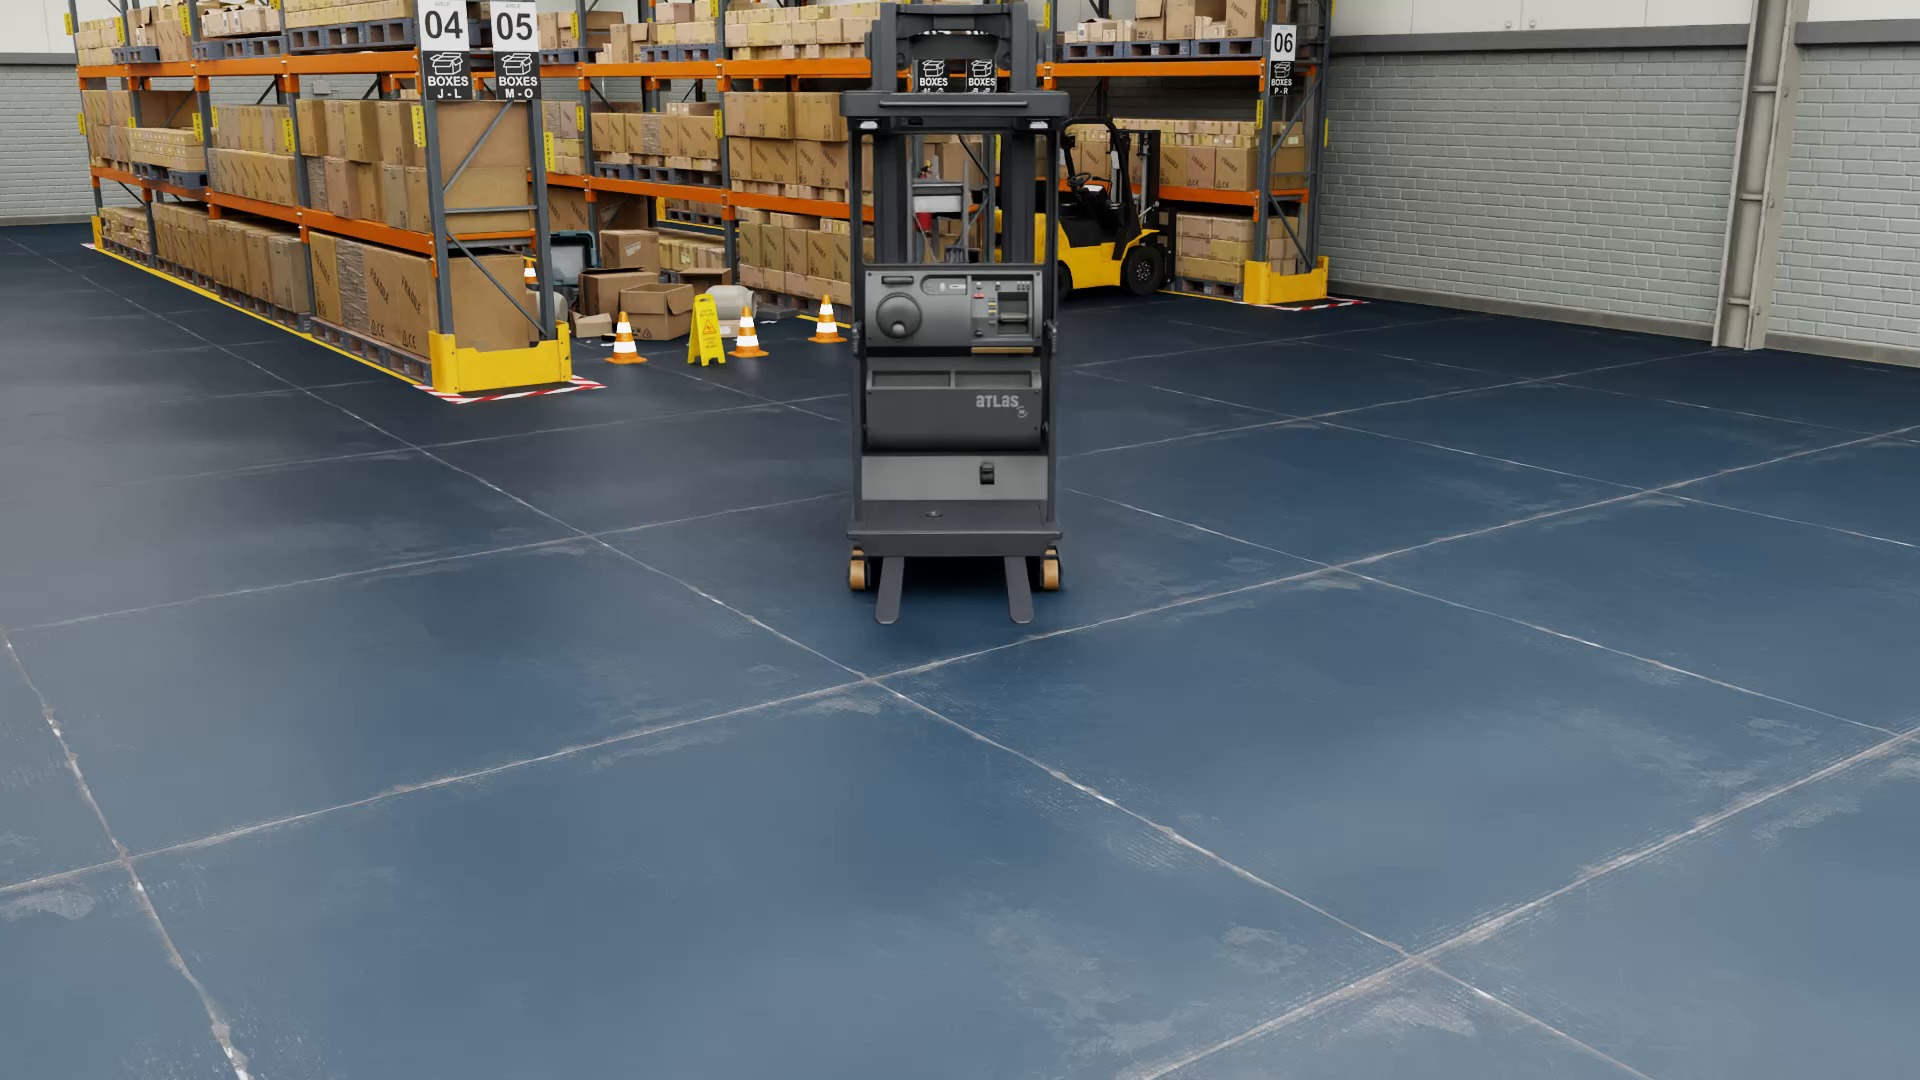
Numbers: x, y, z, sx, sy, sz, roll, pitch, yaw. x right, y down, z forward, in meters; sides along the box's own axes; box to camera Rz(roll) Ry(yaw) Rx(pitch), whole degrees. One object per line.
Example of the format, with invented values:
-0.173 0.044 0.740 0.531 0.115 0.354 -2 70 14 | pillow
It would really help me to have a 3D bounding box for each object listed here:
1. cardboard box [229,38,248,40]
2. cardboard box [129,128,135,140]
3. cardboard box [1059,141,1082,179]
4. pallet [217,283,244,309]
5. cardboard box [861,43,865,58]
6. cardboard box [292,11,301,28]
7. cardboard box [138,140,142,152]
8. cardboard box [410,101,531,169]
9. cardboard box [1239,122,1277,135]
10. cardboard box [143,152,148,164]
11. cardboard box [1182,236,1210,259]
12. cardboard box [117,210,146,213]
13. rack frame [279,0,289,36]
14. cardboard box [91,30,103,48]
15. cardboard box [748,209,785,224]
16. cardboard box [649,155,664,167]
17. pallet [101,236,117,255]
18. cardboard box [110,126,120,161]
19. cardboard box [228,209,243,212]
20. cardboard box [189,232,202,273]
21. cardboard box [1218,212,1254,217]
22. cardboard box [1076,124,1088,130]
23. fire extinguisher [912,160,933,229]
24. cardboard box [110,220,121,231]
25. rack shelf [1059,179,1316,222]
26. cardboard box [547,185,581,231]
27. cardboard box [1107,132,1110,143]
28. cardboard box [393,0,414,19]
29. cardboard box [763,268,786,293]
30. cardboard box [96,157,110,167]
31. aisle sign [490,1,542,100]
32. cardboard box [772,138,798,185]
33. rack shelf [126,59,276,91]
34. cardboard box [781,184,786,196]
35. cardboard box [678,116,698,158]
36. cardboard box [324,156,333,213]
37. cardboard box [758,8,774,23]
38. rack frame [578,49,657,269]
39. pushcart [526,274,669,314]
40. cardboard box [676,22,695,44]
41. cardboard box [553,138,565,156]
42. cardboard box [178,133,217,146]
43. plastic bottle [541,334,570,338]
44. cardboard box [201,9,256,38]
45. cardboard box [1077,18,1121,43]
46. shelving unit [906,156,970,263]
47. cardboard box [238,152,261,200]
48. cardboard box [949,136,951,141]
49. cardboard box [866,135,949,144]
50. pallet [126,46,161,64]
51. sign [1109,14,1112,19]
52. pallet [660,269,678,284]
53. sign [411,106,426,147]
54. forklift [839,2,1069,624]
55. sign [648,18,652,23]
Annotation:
-8.834 -6.183 20.612 0.500 0.500 0.500 -11 19 -35 | cardboard box
-11.206 -5.591 22.876 0.380 0.149 0.250 -10 18 -32 | cardboard box
1.646 -5.144 22.500 0.500 0.500 0.500 -12 19 -36 | cardboard box
-8.311 -2.999 20.135 1.003 0.211 1.213 -11 19 -35 | pallet
-0.802 -5.074 17.228 0.380 0.149 0.250 -10 18 -33 | cardboard box
-6.268 -5.061 16.194 0.380 0.149 0.250 -11 19 -34 | cardboard box
-10.899 -5.338 22.513 0.380 0.149 0.250 -10 18 -33 | cardboard box
-4.196 -3.494 14.332 0.875 0.550 0.550 -11 19 -35 | cardboard box
3.567 -4.926 19.909 0.380 0.149 0.250 -11 19 -34 | cardboard box
-10.747 -5.138 22.348 0.380 0.149 0.250 -11 19 -34 | cardboard box
3.123 -3.659 20.728 0.500 0.250 0.500 -11 19 -35 | cardboard box
-12.712 -4.968 25.522 0.380 0.149 0.250 -10 18 -32 | cardboard box
-6.361 -6.564 16.512 1.000 3.000 0.127 -11 19 -35 | rack frame
-12.475 -7.385 24.532 0.500 0.250 0.500 -12 19 -37 | cardboard box
-2.263 -3.807 19.568 0.380 0.149 0.250 -11 19 -34 | cardboard box
-3.817 -4.945 21.641 0.380 0.149 0.250 -10 18 -33 | cardboard box
-12.923 -4.692 26.321 1.003 0.211 1.213 -11 19 -35 | pallet
-12.174 -5.847 24.504 0.500 0.500 0.500 -11 19 -35 | cardboard box
-9.221 -4.176 21.671 0.500 0.250 0.500 -11 19 -35 | cardboard box
-9.614 -3.733 21.471 0.500 0.500 0.500 -10 18 -32 | cardboard box
3.522 -3.974 20.933 0.500 0.250 0.500 -11 19 -34 | cardboard box
1.785 -5.583 22.310 0.380 0.149 0.250 -11 19 -34 | cardboard box
-0.370 -3.473 16.729 0.296 0.674 0.183 -11 19 -35 | fire extinguisher
-12.923 -4.874 25.745 0.380 0.149 0.250 -10 18 -33 | cardboard box
2.772 -4.457 21.542 1.077 0.370 4.000 -11 19 -35 | rack shelf
-5.629 -4.843 24.820 0.875 0.875 0.875 -11 19 -34 | cardboard box
2.138 -5.257 21.682 0.380 0.149 0.250 -11 19 -35 | cardboard box
-4.479 -4.411 13.819 0.380 0.149 0.250 -11 19 -35 | cardboard box
-1.965 -3.056 19.474 0.500 0.250 0.500 -10 18 -31 | cardboard box
-13.194 -5.878 25.845 0.380 0.149 0.250 -12 19 -36 | cardboard box
-3.725 -4.101 13.955 0.394 0.787 0.004 -11 19 -35 | aisle sign
-1.785 -4.302 18.858 0.500 0.500 0.500 -11 19 -35 | cardboard box
-9.889 -6.051 21.684 1.077 0.370 4.000 -11 19 -35 | rack shelf
-1.820 -4.014 19.035 0.380 0.149 0.250 -11 19 -35 | cardboard box
-3.167 -5.023 20.698 0.500 0.500 0.500 -11 19 -34 | cardboard box
-5.793 -3.552 16.587 0.875 0.550 0.550 -11 19 -35 | cardboard box
-2.038 -5.883 18.673 0.380 0.149 0.250 -11 19 -35 | cardboard box
-4.769 -5.314 23.311 1.000 3.000 0.127 -11 19 -35 | rack frame
-4.232 -2.831 19.204 0.936 0.377 1.648 10 18 33 | pushcart
-3.171 -6.248 20.529 0.500 0.250 0.500 -11 19 -34 | cardboard box
-5.563 -5.656 23.896 0.500 0.250 0.500 -11 19 -36 | cardboard box
-9.372 -4.926 20.446 0.380 0.149 0.250 -12 19 -37 | cardboard box
-4.152 -2.089 17.094 0.133 0.061 0.283 10 18 33 | plastic bottle
-8.466 -5.990 19.282 0.500 0.311 0.500 -11 19 -34 | cardboard box
1.888 -6.670 21.768 0.500 0.311 0.500 -10 18 -33 | cardboard box
-0.235 -1.317 10.406 0.431 2.100 0.503 -6 16 -22 | shelving unit
-7.779 -4.112 18.729 0.500 0.500 0.500 -11 19 -35 | cardboard box
-0.106 -5.900 24.788 0.500 0.250 0.500 -11 19 -36 | cardboard box
-0.542 -4.355 17.159 0.700 0.500 0.500 -11 19 -36 | cardboard box
-10.176 -6.365 21.825 1.213 0.211 1.003 -11 19 -35 | pallet
2.044 -7.052 22.849 0.100 0.325 0.005 -11 19 -35 | sign
-3.597 -3.542 22.117 1.003 0.211 1.213 -11 19 -35 | pallet
-4.456 -3.408 13.702 0.100 0.325 0.005 -11 19 -35 | sign
-0.029 -1.230 8.519 1.130 2.935 3.031 0 15 0 | forklift
-4.329 -7.094 23.152 0.100 0.325 0.005 -11 19 -35 | sign
